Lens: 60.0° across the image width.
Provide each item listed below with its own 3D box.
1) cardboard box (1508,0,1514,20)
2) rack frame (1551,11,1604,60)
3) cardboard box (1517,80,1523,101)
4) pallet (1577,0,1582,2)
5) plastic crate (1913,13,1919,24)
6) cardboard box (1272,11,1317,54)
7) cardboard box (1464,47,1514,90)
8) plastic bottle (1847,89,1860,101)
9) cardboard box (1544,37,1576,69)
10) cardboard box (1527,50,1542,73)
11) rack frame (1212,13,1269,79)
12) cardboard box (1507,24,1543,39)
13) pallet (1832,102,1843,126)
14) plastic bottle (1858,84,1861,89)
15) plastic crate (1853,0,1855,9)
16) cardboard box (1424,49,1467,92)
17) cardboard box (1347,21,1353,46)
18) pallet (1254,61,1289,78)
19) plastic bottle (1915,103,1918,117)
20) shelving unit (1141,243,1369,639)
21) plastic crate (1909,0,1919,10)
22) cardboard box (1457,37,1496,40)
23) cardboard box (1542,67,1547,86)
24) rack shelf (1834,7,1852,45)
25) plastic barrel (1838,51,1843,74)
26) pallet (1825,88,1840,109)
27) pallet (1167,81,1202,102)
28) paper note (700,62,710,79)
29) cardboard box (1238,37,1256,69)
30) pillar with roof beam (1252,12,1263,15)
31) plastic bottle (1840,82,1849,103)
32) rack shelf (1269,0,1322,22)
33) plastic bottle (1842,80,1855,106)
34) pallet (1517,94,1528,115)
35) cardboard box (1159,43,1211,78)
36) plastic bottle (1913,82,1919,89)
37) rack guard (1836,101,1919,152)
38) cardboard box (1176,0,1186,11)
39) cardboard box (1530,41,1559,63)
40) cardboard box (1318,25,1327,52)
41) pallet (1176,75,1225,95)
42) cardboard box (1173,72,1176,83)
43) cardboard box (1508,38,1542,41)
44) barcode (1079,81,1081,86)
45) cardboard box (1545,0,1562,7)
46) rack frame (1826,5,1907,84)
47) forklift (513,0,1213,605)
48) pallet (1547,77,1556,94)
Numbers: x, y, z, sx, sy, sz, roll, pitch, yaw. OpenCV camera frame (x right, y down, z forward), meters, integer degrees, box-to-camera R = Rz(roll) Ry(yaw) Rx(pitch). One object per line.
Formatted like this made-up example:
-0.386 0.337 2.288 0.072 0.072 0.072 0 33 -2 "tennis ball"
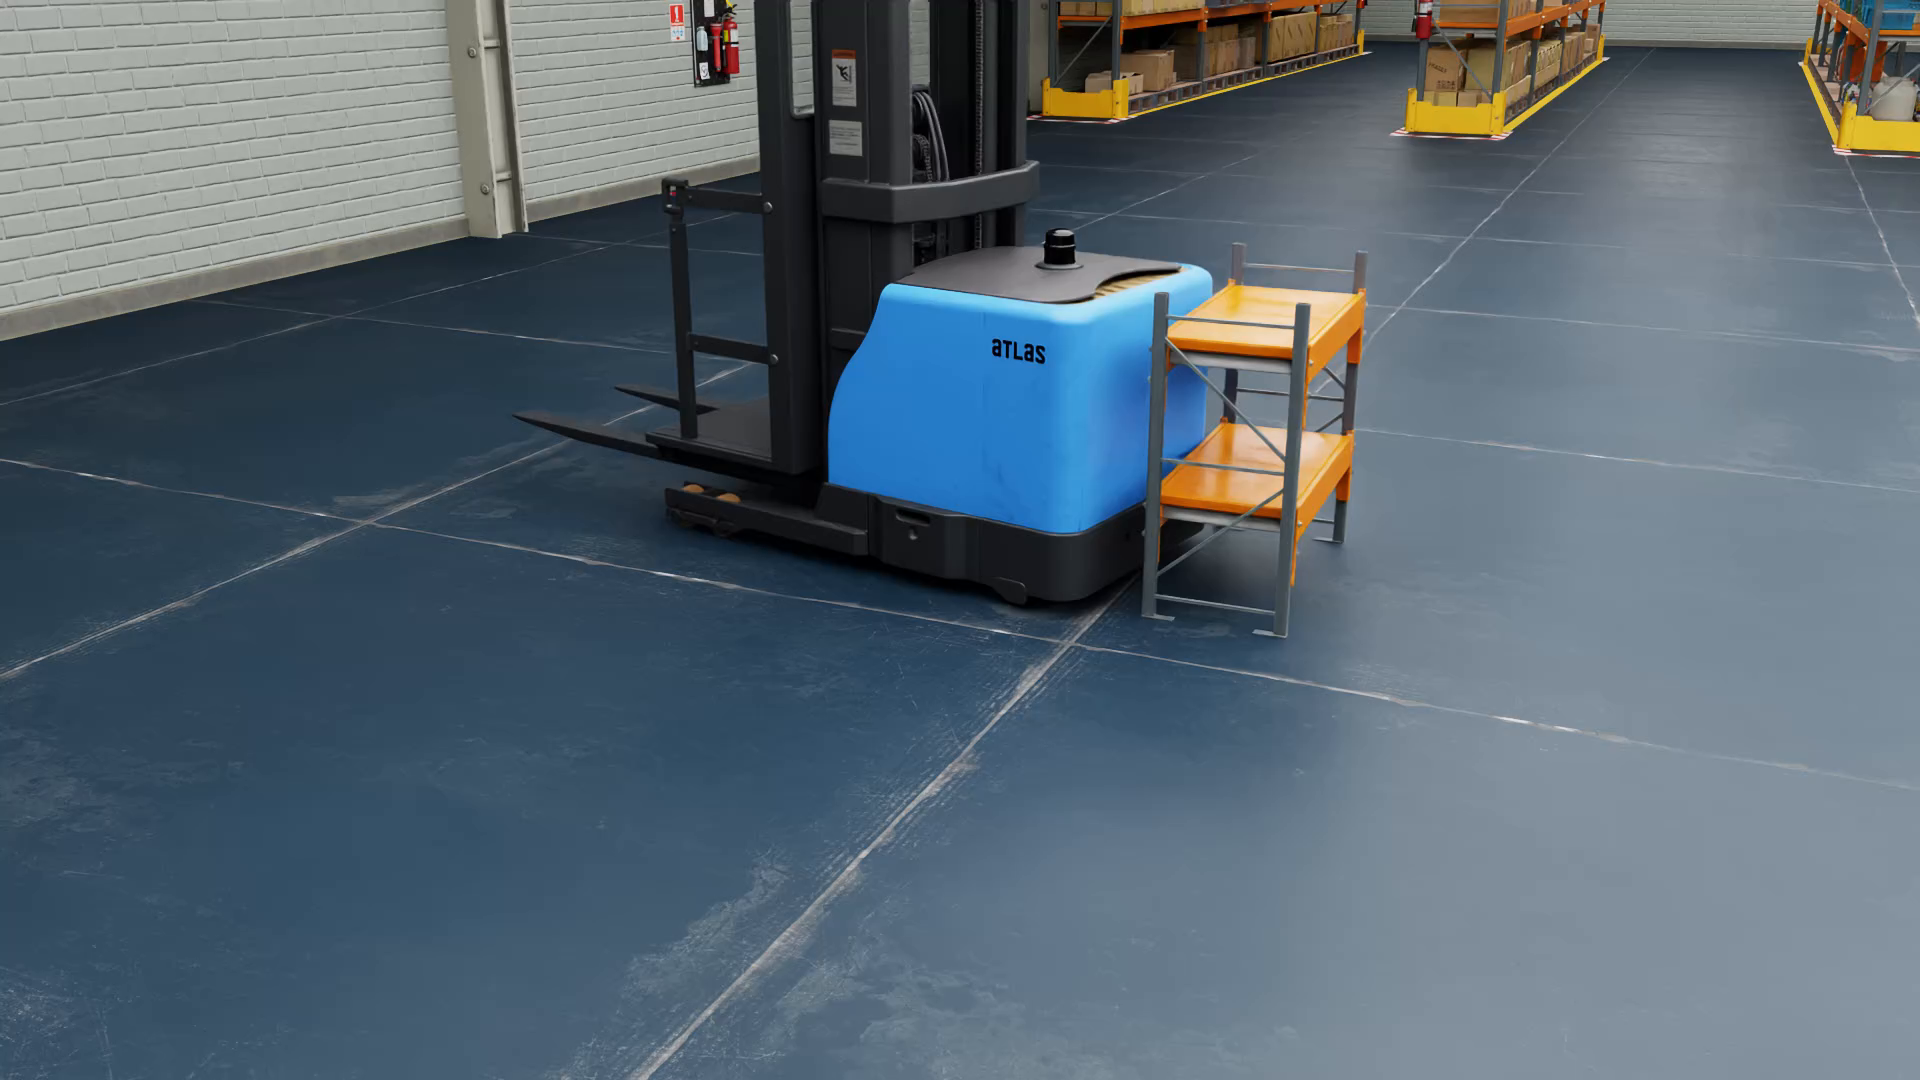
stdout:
6.828 -7.048 21.660 0.700 0.500 0.500 9 21 23 "cardboard box"
12.757 -11.438 34.156 1.000 3.000 0.127 9 21 23 "rack frame"
7.448 -6.194 22.887 0.500 0.250 0.500 9 21 23 "cardboard box"
10.274 -9.498 28.985 1.003 0.211 1.213 9 21 23 "pallet"
11.927 -6.434 20.477 0.530 0.136 0.437 9 21 23 "plastic crate"
6.451 -9.863 32.306 0.750 0.750 0.750 9 21 23 "cardboard box"
6.831 -6.090 21.473 0.500 0.500 0.500 9 21 23 "cardboard box"
11.260 -5.528 20.944 0.152 0.276 0.135 8 21 21 "plastic bottle"
10.348 -8.436 28.787 0.500 0.500 0.500 8 21 22 "cardboard box"
8.240 -7.029 24.396 0.500 0.311 0.500 9 21 23 "cardboard box"
4.961 -9.671 29.187 1.000 3.000 0.127 9 21 23 "rack frame"
9.670 -8.712 28.443 0.500 0.250 0.500 9 22 25 "cardboard box"
12.048 -5.576 21.832 1.003 0.211 1.213 9 21 23 "pallet"
11.783 -5.839 21.707 0.144 0.351 0.185 9 21 23 "plastic bottle"
12.280 -7.309 22.450 0.402 0.464 0.583 9 21 23 "plastic crate"
6.154 -6.008 21.243 0.500 0.500 0.500 9 21 23 "cardboard box"
8.041 -10.909 35.772 0.700 0.500 0.500 9 21 23 "cardboard box"
5.352 -8.588 30.303 1.003 0.211 1.213 9 21 23 "pallet"
11.792 -5.299 20.411 0.097 0.201 0.097 0 20 0 "plastic bottle"
1.059 -0.393 5.896 0.538 1.125 1.048 8 21 22 "shelving unit"
12.156 -6.644 20.895 0.499 0.251 0.616 9 21 23 "plastic crate"
7.368 -6.927 23.828 0.500 0.500 0.500 9 21 23 "cardboard box"
8.655 -7.077 25.367 0.500 0.250 0.500 8 21 21 "cardboard box"
13.180 -7.362 23.766 1.077 0.370 4.000 9 21 23 "rack shelf"
14.334 -7.675 26.658 0.421 0.512 0.421 0 20 0 "plastic barrel"
13.145 -6.395 24.136 1.003 0.211 1.213 9 21 23 "pallet"
3.080 -6.925 25.625 1.003 0.211 1.213 9 21 23 "pallet"
-2.457 -4.515 16.001 0.016 0.148 0.142 9 21 23 "paper note"
4.713 -8.474 28.893 0.700 0.500 0.500 9 21 23 "cardboard box"
10.024 -13.463 30.895 9.100 9.000 0.400 9 21 23 "pillar with roof beam"
11.831 -5.974 22.205 0.097 0.271 0.097 0 20 0 "plastic bottle"
5.780 -9.944 31.027 1.077 0.370 4.000 9 21 23 "rack shelf"
11.575 -5.801 21.601 0.144 0.351 0.185 8 21 20 "plastic bottle"
7.480 -6.219 23.641 1.003 0.211 1.213 9 21 23 "pallet"
3.609 -7.706 26.733 0.700 0.500 0.500 9 22 25 "cardboard box"
12.149 -5.655 21.189 0.144 0.351 0.185 8 21 22 "plastic bottle"
10.711 -4.718 18.990 1.175 0.500 0.348 9 21 23 "rack guard"
3.002 -7.894 24.383 0.500 0.250 0.500 8 21 22 "cardboard box"
9.285 -7.806 26.581 0.500 0.311 0.500 8 21 22 "cardboard box"
6.998 -10.129 33.577 0.700 0.500 0.500 9 21 23 "cardboard box"
3.640 -7.373 26.886 1.003 0.211 1.213 9 21 23 "pallet"
3.131 -7.153 25.678 0.380 0.166 0.250 6 20 16 "cardboard box"
9.650 -8.341 28.519 0.500 0.500 0.500 9 22 25 "cardboard box"
1.693 -6.430 23.416 0.001 0.075 0.075 9 21 23 "barcode"
9.365 -8.562 26.441 0.380 0.149 0.250 9 21 23 "cardboard box"
13.999 -8.312 25.365 1.000 3.000 0.127 9 21 23 "rack frame"
-0.557 -1.525 6.384 3.031 2.935 1.130 13 24 33 "forklift"
9.109 -7.433 27.054 1.003 0.211 1.213 9 21 23 "pallet"
